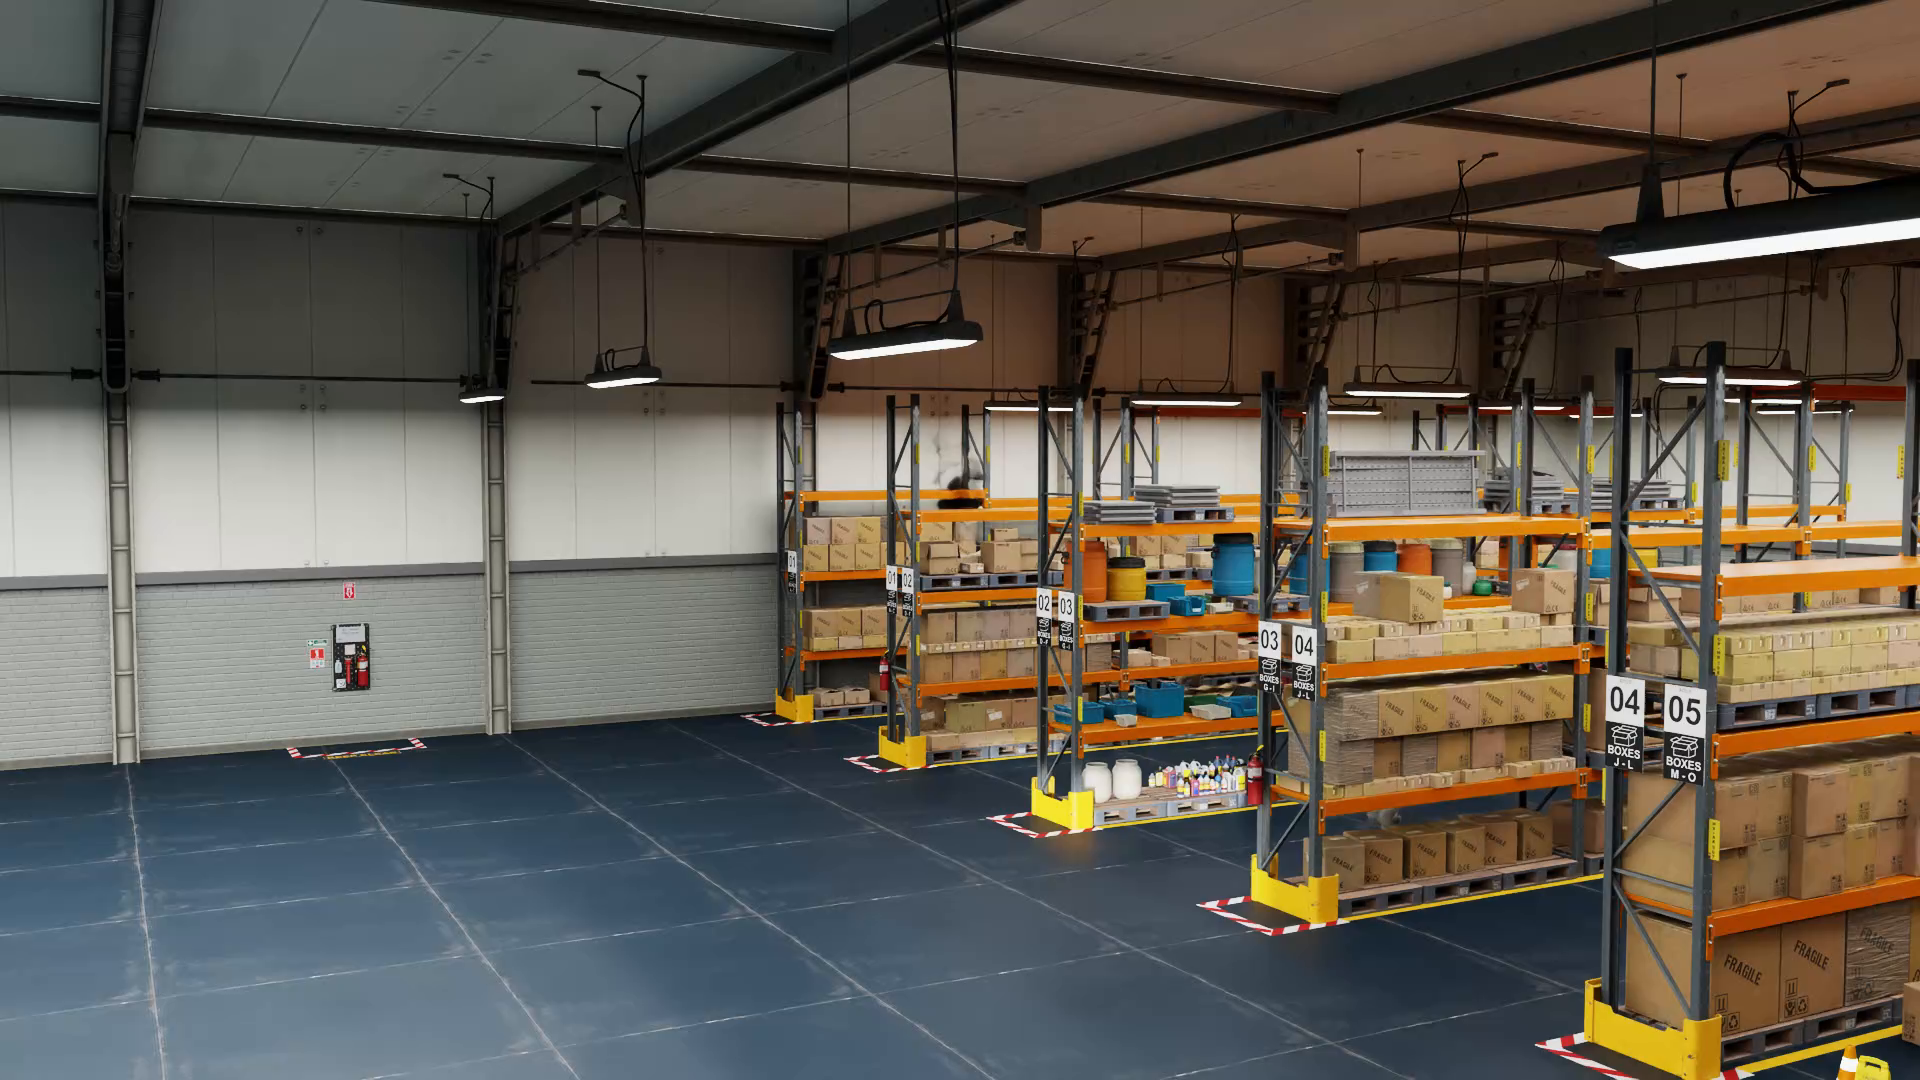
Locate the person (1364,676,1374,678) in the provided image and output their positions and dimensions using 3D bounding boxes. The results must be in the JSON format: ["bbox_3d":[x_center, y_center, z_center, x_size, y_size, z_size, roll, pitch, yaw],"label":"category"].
[{"bbox_3d":[6.782,2.747,27.959,0.914,1.645,0.575,-2,4,-30],"label":"person"}]

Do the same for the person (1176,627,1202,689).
[{"bbox_3d":[4.448,2.463,32.154,0.968,1.716,0.662,-2,4,-36],"label":"person"}]

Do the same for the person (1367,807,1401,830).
[{"bbox_3d":[5.463,3.113,21.090,0.591,1.725,0.678,-2,4,-31],"label":"person"}]
